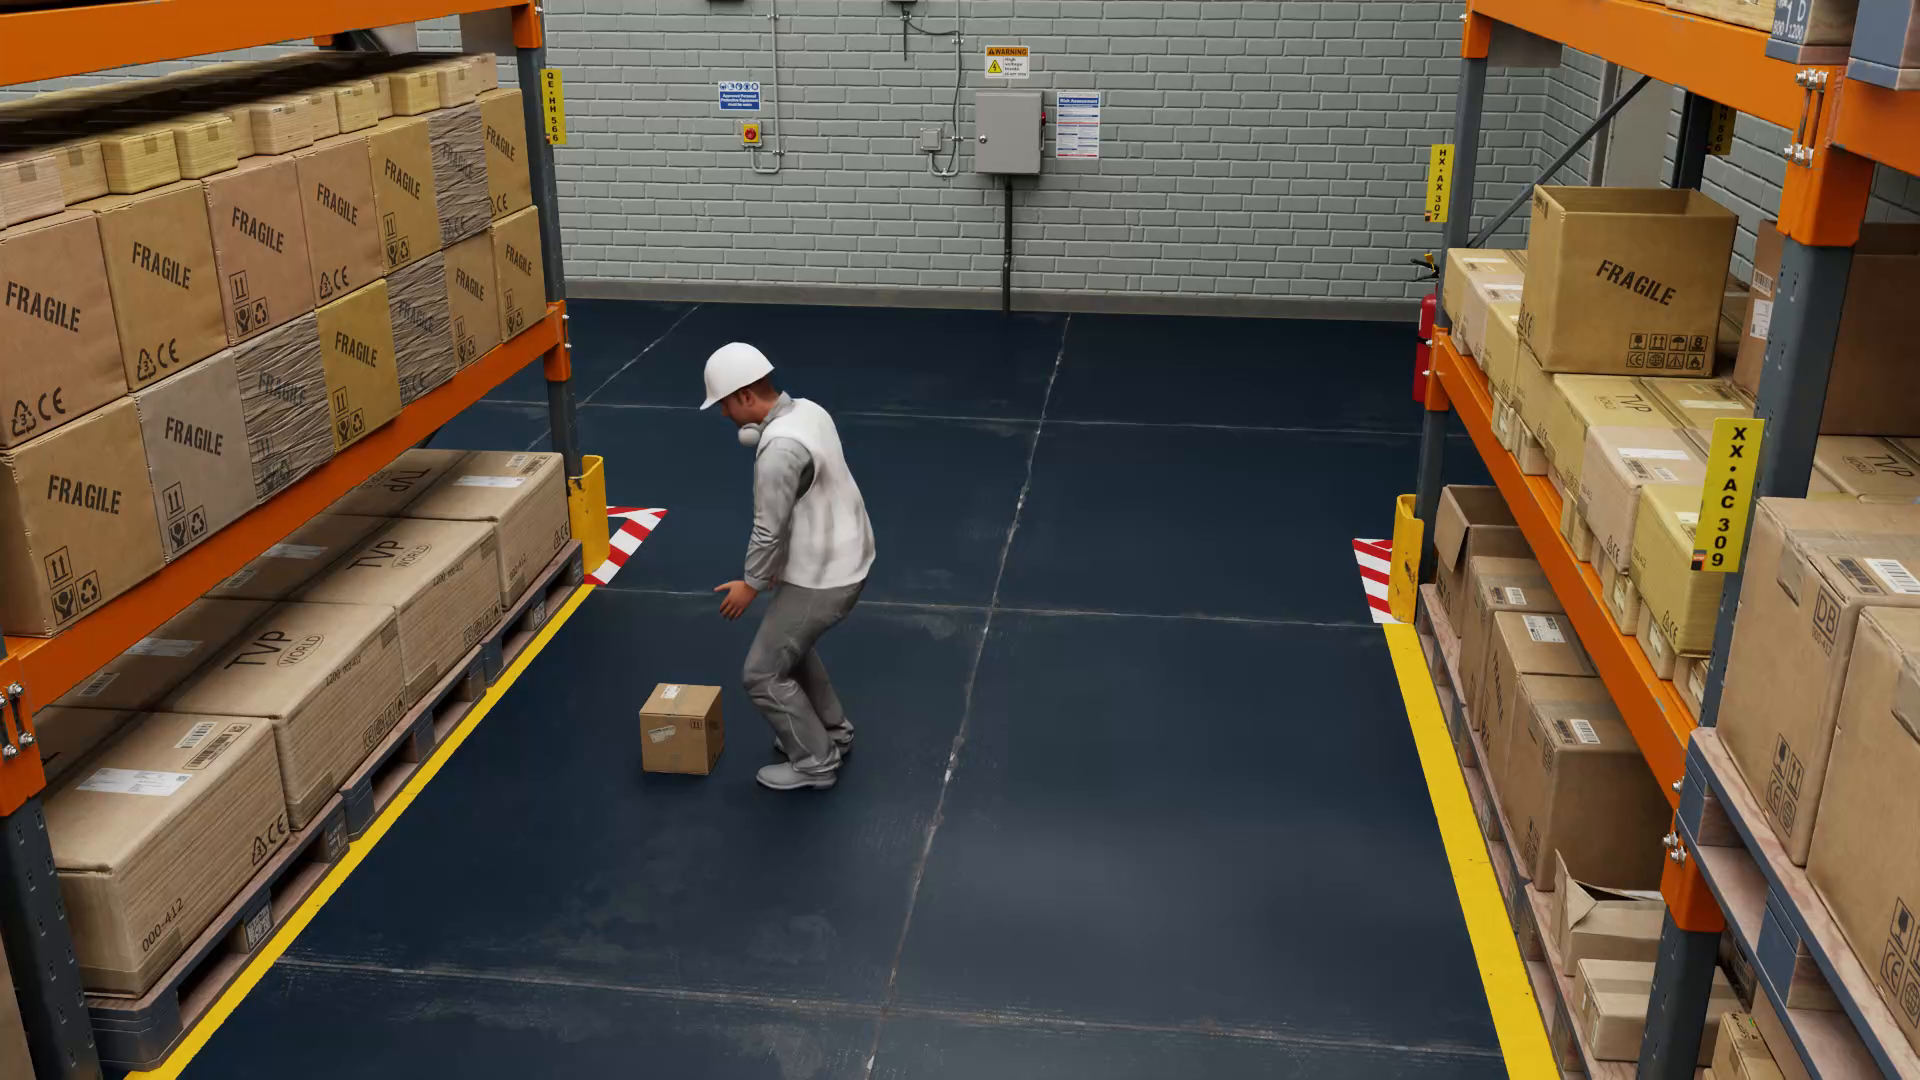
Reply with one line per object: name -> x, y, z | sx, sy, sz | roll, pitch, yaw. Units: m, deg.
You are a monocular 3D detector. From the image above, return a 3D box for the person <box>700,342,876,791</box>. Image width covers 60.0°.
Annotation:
person -> -0.608, 0.102, 5.968 | 0.581, 1.647, 0.578 | 3, 21, 7
